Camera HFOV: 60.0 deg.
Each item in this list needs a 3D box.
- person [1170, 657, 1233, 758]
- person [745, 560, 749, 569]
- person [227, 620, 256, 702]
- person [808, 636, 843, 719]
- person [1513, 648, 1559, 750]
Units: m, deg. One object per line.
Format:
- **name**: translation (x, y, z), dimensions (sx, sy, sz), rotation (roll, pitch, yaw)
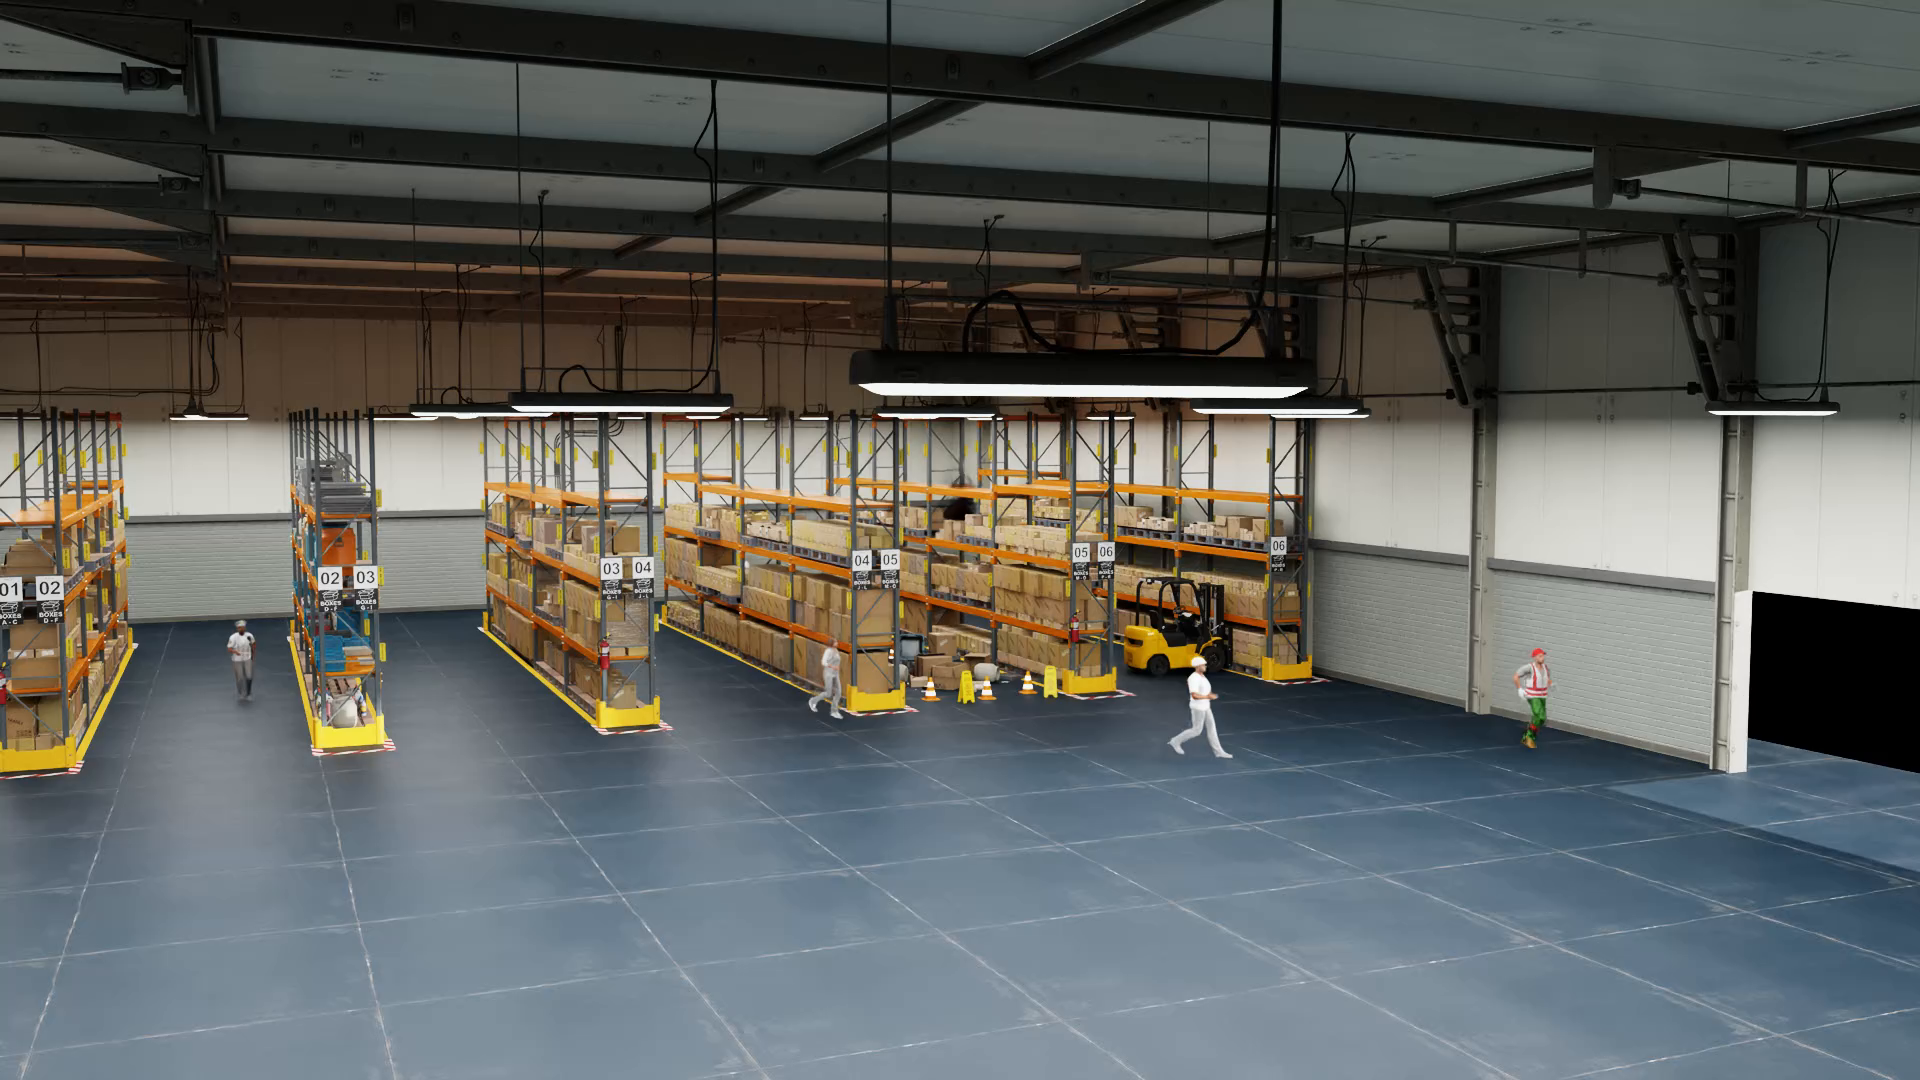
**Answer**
- **person**: translation (4.111, 2.839, 28.243), dimensions (1.073, 1.721, 0.716), rotation (2, 4, 22)
- **person**: translation (-6.237, 1.484, 48.169), dimensions (0.672, 1.787, 0.796), rotation (-1, 4, -15)
- **person**: translation (-14.750, 2.503, 34.188), dimensions (0.572, 1.721, 0.697), rotation (-2, 5, -28)
- **person**: translation (-2.562, 2.670, 32.469), dimensions (0.747, 1.588, 0.550), rotation (2, 4, 26)
- **person**: translation (10.169, 2.791, 29.233), dimensions (0.648, 1.784, 0.695), rotation (-2, 5, -29)
